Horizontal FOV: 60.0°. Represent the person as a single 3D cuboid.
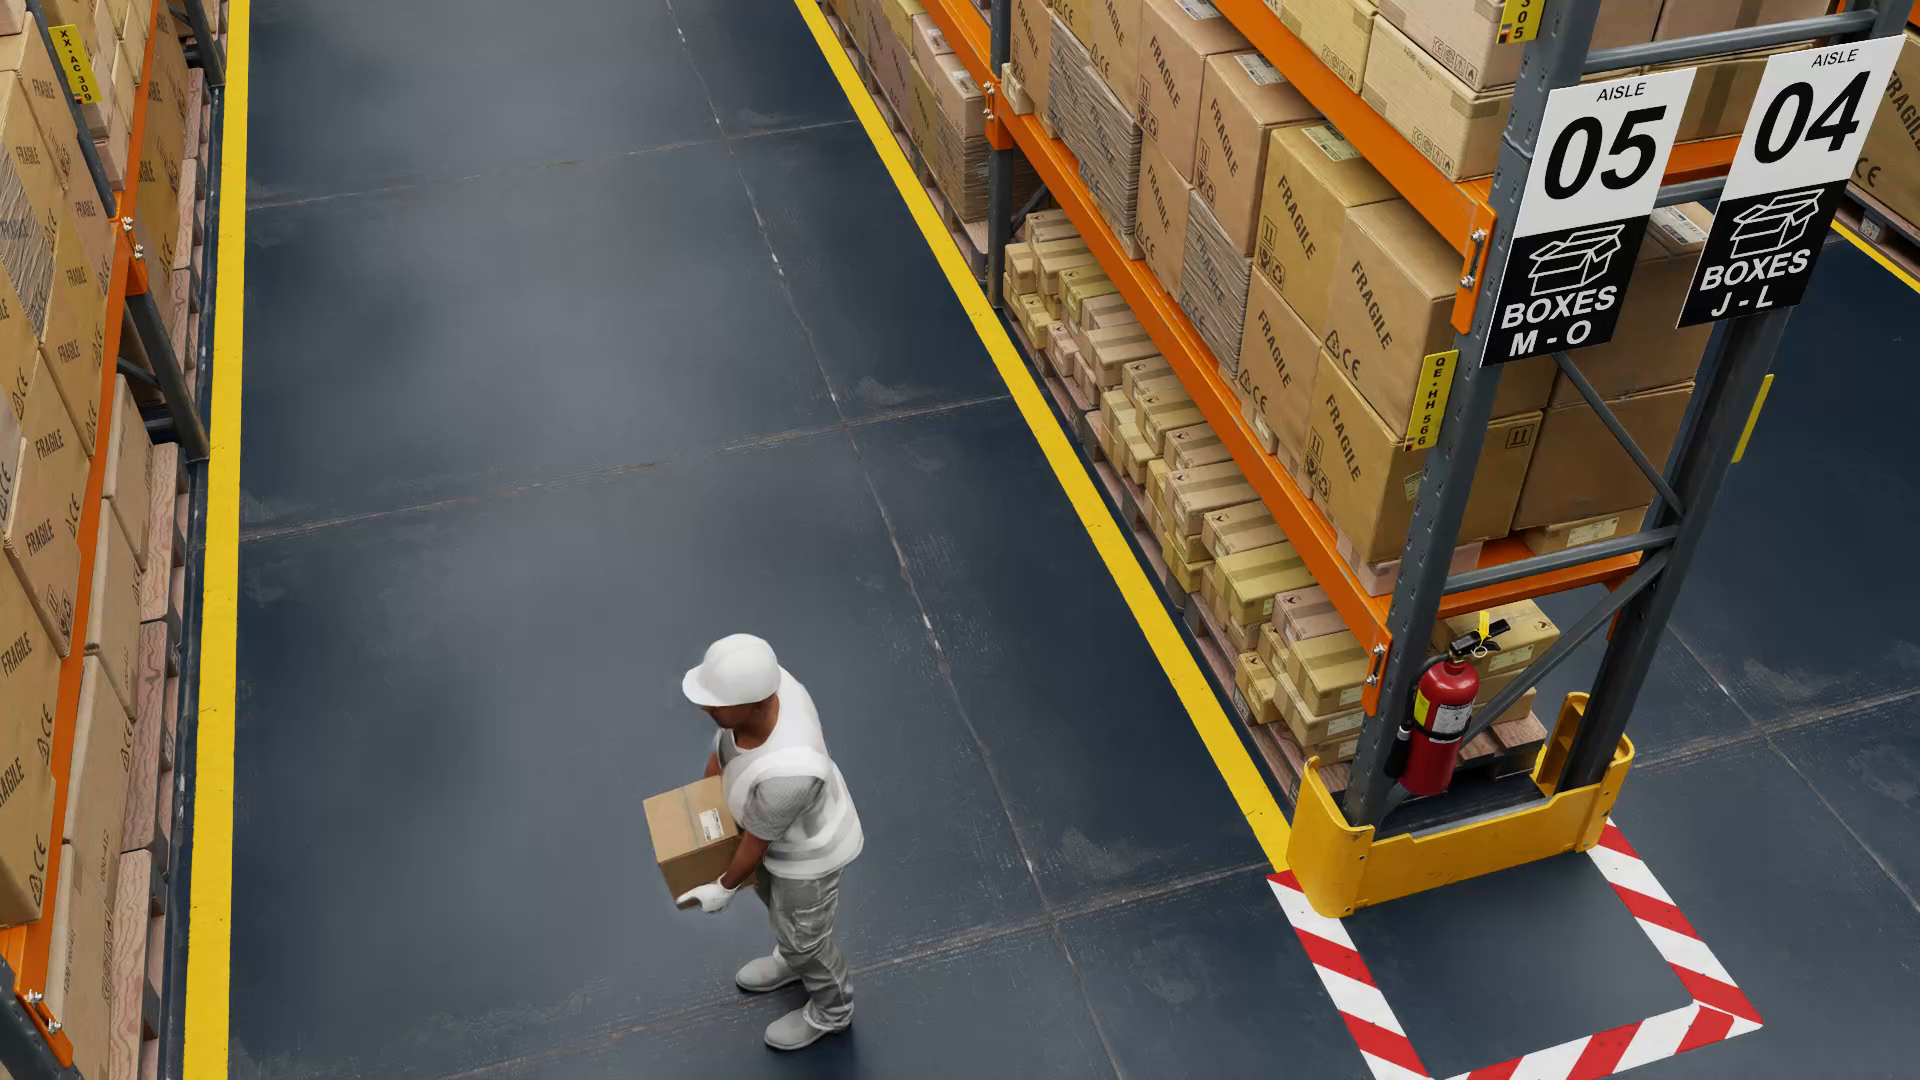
[{"bbox_3d":[-0.602,0.938,5.107,0.597,1.770,0.490,-13,43,-14],"label":"person"}]
